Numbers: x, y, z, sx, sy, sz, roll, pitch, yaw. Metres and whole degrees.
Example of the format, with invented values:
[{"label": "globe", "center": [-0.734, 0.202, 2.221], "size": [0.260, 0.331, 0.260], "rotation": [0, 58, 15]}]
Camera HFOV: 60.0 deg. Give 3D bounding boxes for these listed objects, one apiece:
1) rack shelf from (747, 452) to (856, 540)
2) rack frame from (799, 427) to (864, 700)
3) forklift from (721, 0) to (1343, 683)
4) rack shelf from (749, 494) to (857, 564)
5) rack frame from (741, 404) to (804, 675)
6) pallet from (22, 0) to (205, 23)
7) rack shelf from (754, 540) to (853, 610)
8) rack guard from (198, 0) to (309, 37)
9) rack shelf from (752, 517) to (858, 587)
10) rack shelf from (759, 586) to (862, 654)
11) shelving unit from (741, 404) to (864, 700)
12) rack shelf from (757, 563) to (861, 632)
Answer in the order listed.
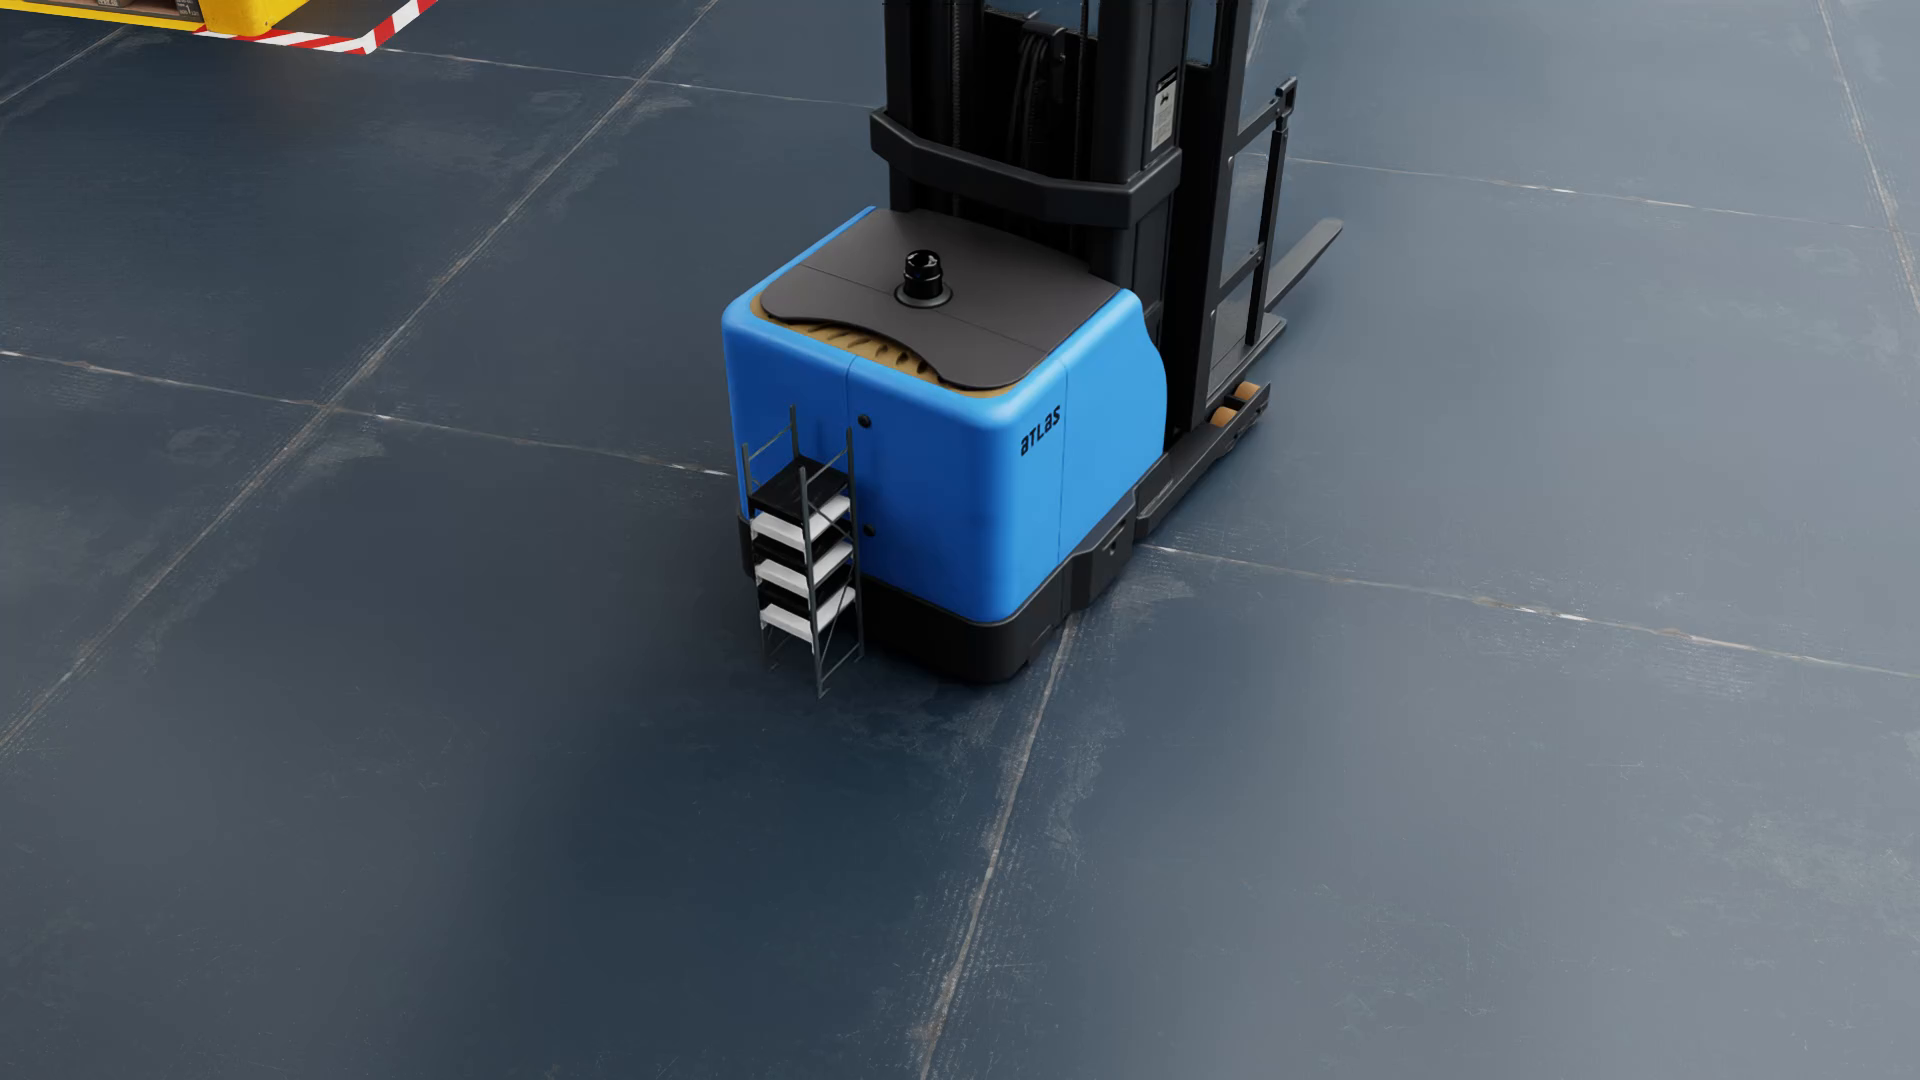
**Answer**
[{"label": "rack shelf", "center": [-0.460, -0.130, 4.836], "size": [0.200, 0.077, 0.258], "rotation": [23, 45, 25]}, {"label": "rack frame", "center": [-0.375, 0.086, 4.946], "size": [0.006, 0.900, 0.240], "rotation": [23, 45, 25]}, {"label": "forklift", "center": [0.505, -1.599, 5.375], "size": [1.130, 2.935, 3.031], "rotation": [23, 45, 25]}, {"label": "rack shelf", "center": [-0.460, -0.061, 4.895], "size": [0.200, 0.077, 0.258], "rotation": [23, 45, 25]}, {"label": "rack frame", "center": [-0.545, 0.015, 5.032], "size": [0.006, 0.900, 0.240], "rotation": [23, 45, 25]}, {"label": "pallet", "center": [-4.589, -3.321, 9.541], "size": [1.213, 0.211, 1.003], "rotation": [10, 41, 11]}, {"label": "rack shelf", "center": [-0.460, 0.076, 5.011], "size": [0.200, 0.077, 0.258], "rotation": [23, 45, 25]}, {"label": "rack guard", "center": [-3.806, -3.294, 9.283], "size": [0.348, 0.500, 1.175], "rotation": [10, 41, 11]}, {"label": "rack shelf", "center": [-0.460, 0.007, 4.953], "size": [0.200, 0.077, 0.258], "rotation": [23, 45, 25]}, {"label": "rack shelf", "center": [-0.459, 0.214, 5.127], "size": [0.200, 0.077, 0.258], "rotation": [23, 45, 25]}, {"label": "shelving unit", "center": [-0.460, 0.051, 4.989], "size": [0.210, 0.900, 0.258], "rotation": [23, 45, 25]}, {"label": "rack shelf", "center": [-0.459, 0.145, 5.069], "size": [0.200, 0.077, 0.258], "rotation": [23, 45, 25]}]
